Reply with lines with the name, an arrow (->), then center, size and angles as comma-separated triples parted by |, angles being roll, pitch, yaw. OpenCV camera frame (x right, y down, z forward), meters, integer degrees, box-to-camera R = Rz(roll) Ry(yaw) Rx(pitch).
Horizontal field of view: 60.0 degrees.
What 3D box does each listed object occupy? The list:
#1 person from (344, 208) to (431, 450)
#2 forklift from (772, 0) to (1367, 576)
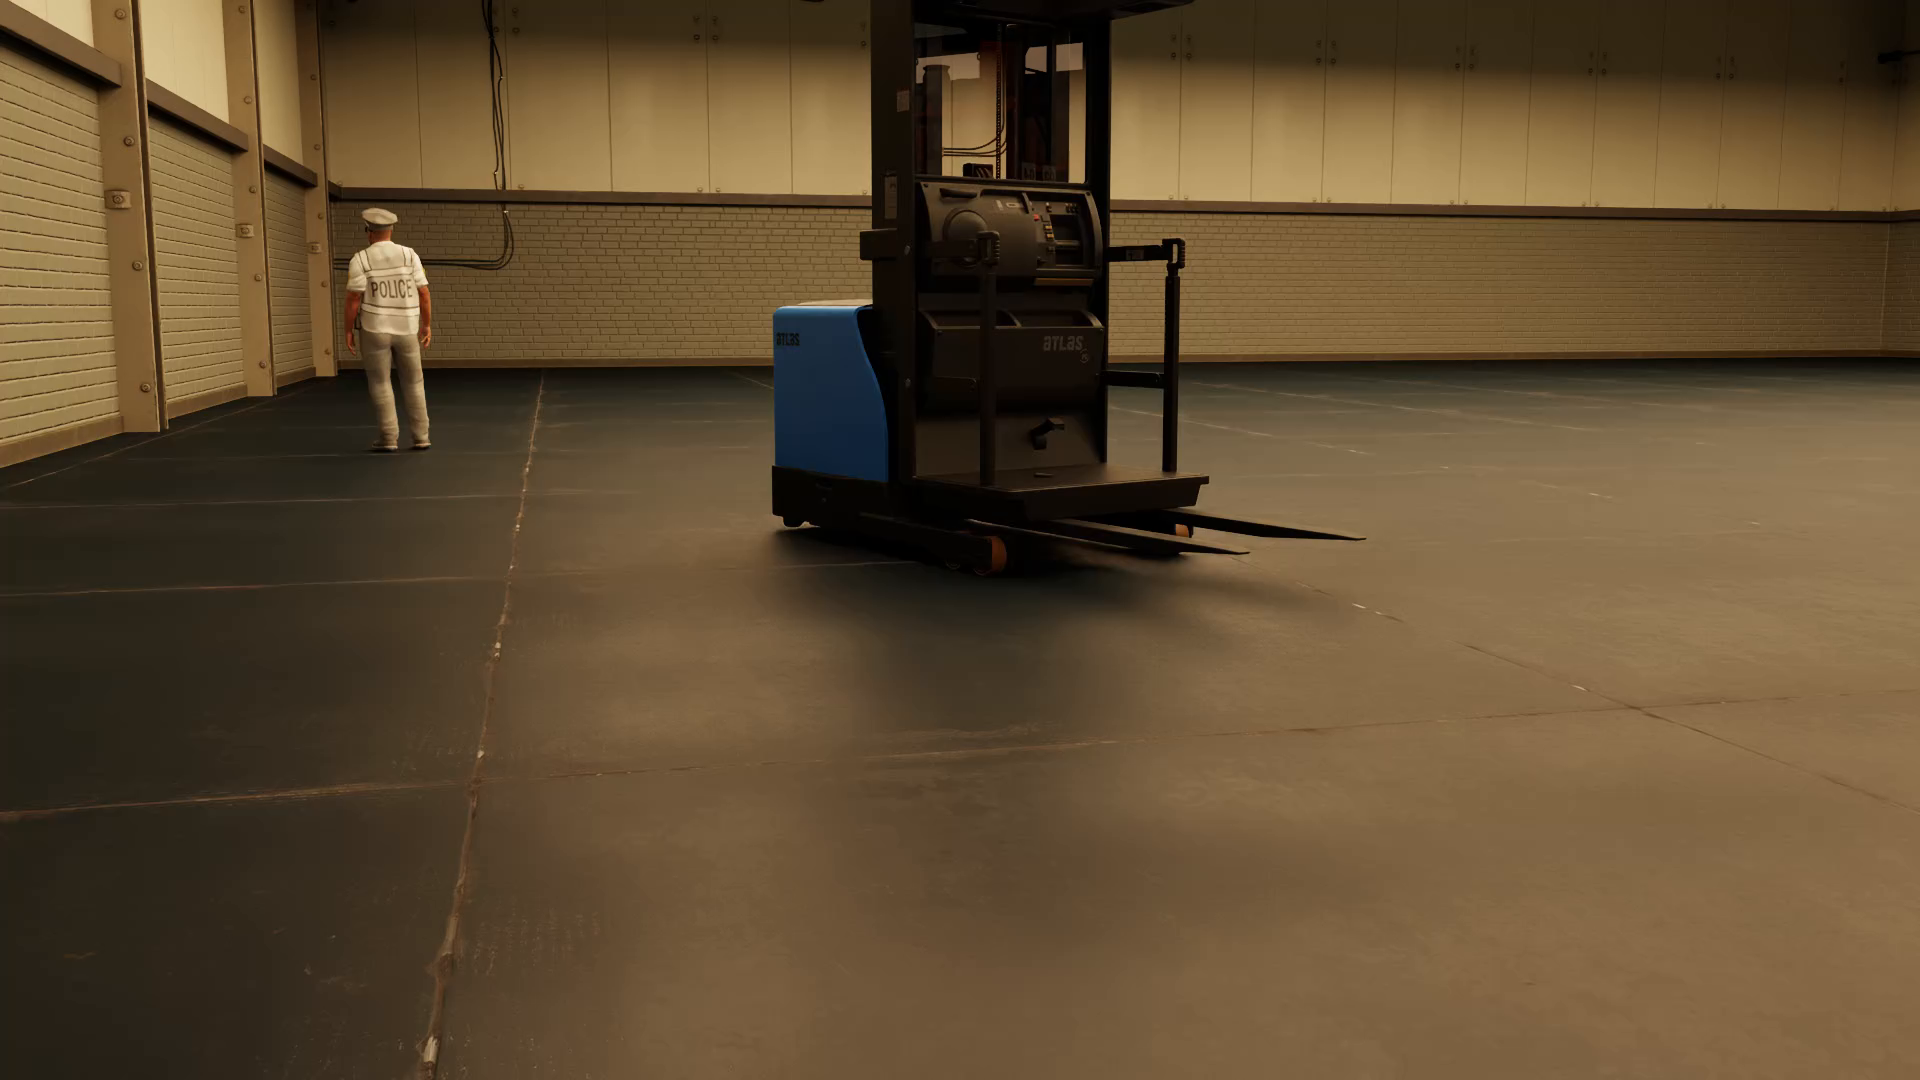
person -> -4.259, -1.560, 12.366 | 0.640, 1.781, 0.576 | -5, 9, -30
forklift -> 0.355, -1.383, 7.015 | 1.130, 2.935, 3.031 | -6, 10, -35
